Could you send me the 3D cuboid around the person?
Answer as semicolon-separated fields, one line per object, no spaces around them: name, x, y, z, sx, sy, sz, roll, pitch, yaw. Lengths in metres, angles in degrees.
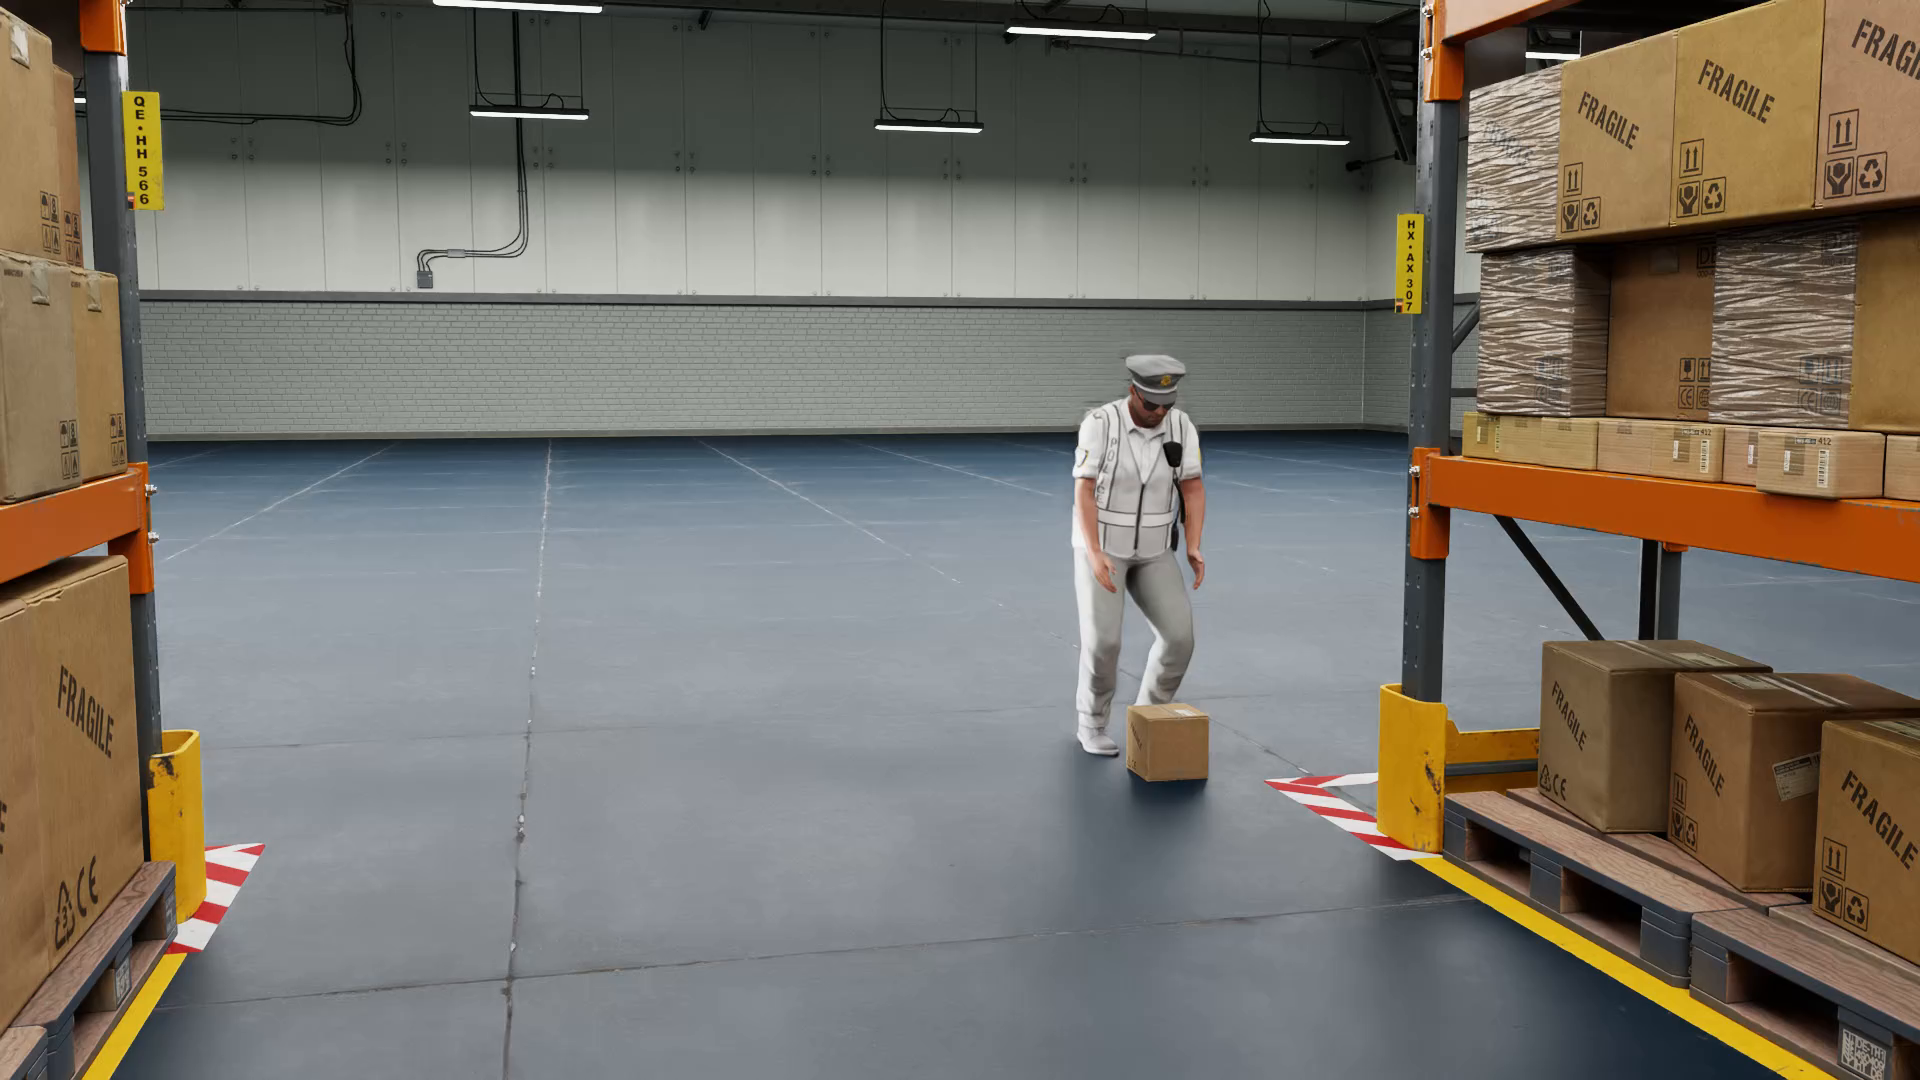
person;0.742;0.056;6.933;0.571;1.650;0.585;-1;6;-12
